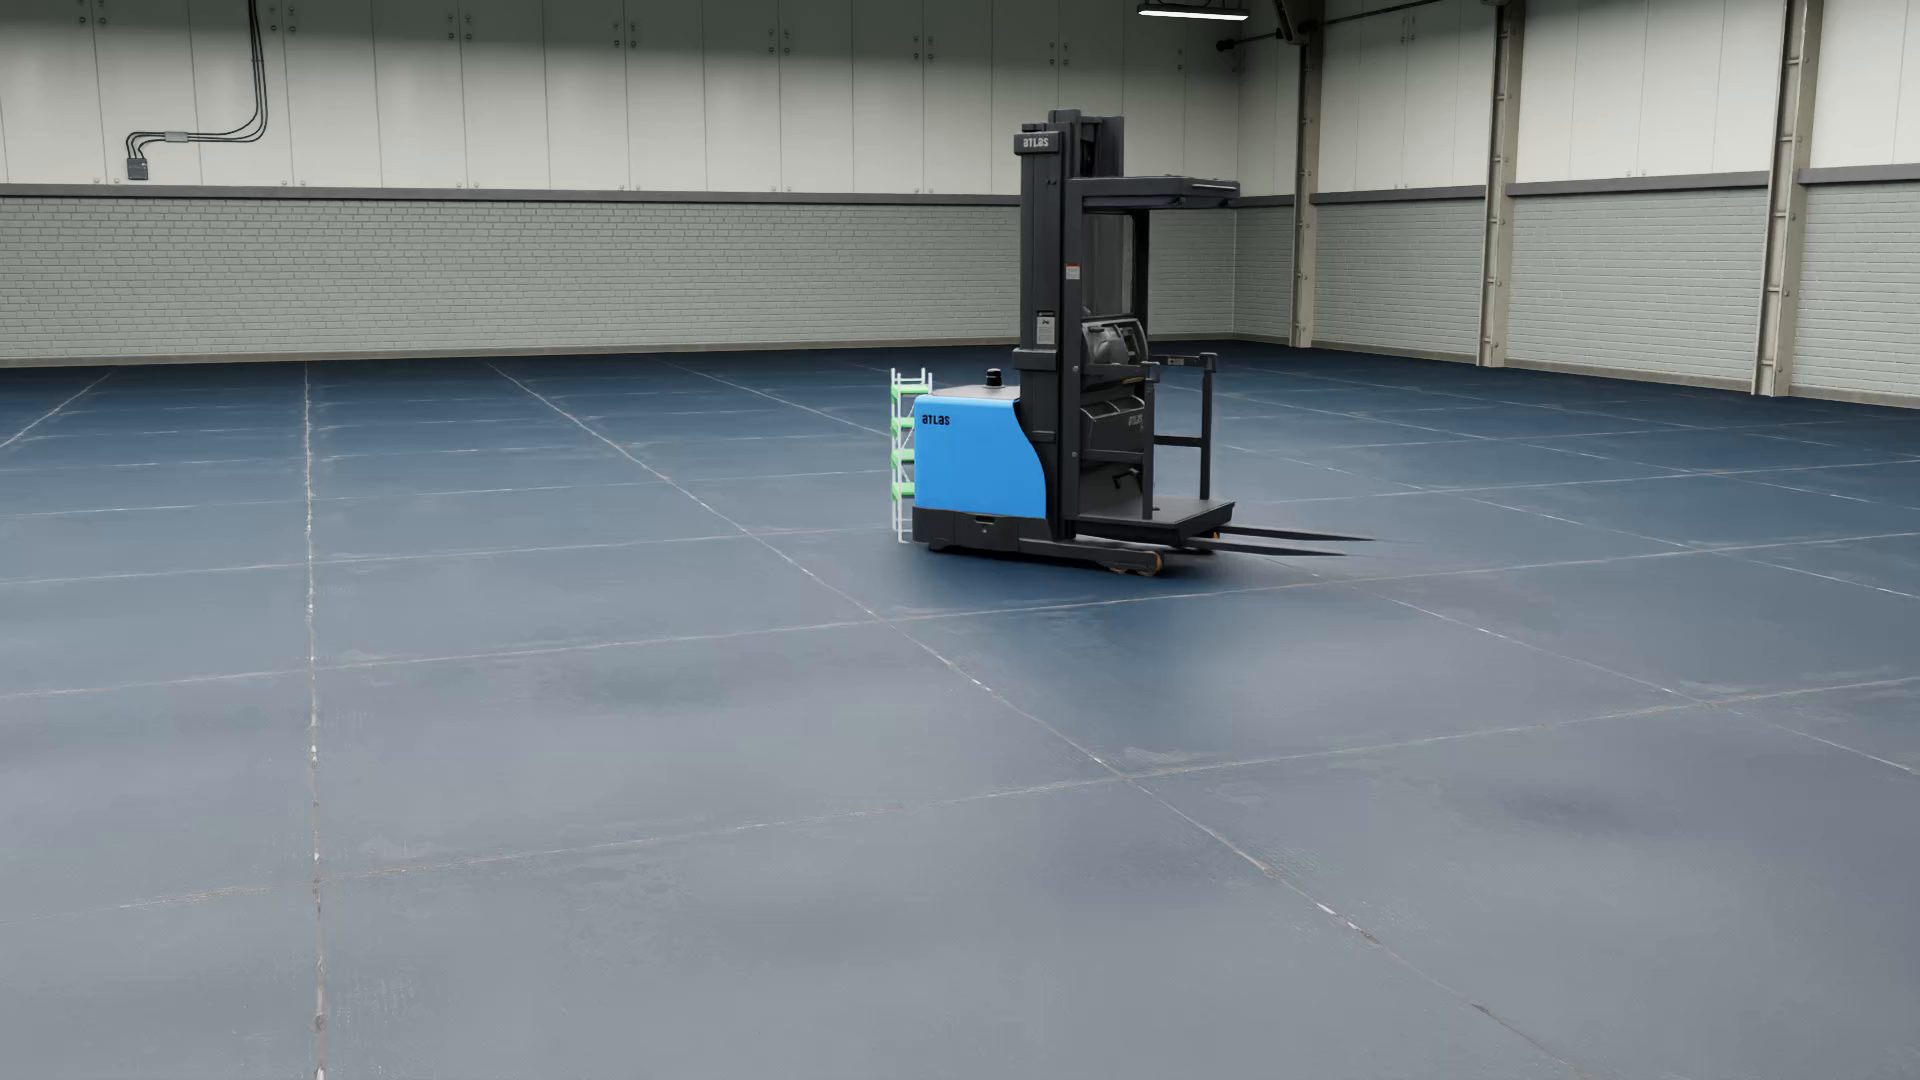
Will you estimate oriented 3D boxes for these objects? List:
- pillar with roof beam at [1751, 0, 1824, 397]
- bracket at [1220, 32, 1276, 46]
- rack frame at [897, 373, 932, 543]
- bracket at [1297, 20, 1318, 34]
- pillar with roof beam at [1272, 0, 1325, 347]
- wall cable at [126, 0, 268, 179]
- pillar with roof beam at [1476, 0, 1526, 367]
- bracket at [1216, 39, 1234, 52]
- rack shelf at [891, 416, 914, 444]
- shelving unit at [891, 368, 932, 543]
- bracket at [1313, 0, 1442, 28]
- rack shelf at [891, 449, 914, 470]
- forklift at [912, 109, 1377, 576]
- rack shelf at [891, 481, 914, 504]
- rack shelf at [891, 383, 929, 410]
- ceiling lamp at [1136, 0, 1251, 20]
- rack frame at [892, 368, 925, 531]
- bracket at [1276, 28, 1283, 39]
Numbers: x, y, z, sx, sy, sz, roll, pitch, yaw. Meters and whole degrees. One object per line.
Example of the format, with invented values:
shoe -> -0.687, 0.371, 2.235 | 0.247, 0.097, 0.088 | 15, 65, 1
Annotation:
pillar with roof beam -> 7.382, -6.197, 21.062 | 9.100, 9.000, 0.400 | -4, 11, -21
bracket -> 5.920, -10.537, 35.181 | 0.076, 0.066, 3.189 | -4, 11, -21
rack frame -> -0.317, -0.576, 11.730 | 0.240, 1.200, 0.015 | -1, 10, -7
bracket -> 6.866, -10.111, 32.787 | 0.235, 0.232, 0.430 | -4, 11, -21
pillar with roof beam -> 3.034, -8.156, 32.074 | 9.100, 9.000, 0.548 | -4, 11, -21
wall cable -> -13.294, -9.269, 28.621 | 2.305, 6.003, 0.169 | -4, 11, -21
pillar with roof beam -> 5.208, -7.176, 26.568 | 9.100, 9.000, 0.548 | -4, 11, -21
bracket -> 5.706, -10.633, 35.723 | 0.235, 0.232, 0.430 | -4, 11, -21
rack shelf -> -0.347, -0.791, 11.938 | 0.258, 0.148, 0.480 | -1, 10, -7
shelving unit -> -0.347, -0.618, 11.969 | 0.258, 1.200, 0.503 | -1, 10, -7
bracket -> 7.799, -9.690, 30.423 | 0.076, 0.066, 4.783 | -4, 11, -21
rack shelf -> -0.347, -0.555, 11.980 | 0.258, 0.148, 0.480 | -1, 10, -7
forklift -> 1.207, -1.317, 10.954 | 3.031, 2.935, 1.130 | 6, 12, 29
rack shelf -> -0.347, -0.319, 12.022 | 0.258, 0.148, 0.480 | -1, 10, -7
rack shelf -> -0.347, -1.028, 11.896 | 0.258, 0.148, 0.480 | -1, 10, -7
ceiling lamp -> 3.823, -10.357, 27.783 | 2.000, 3.185, 0.800 | -4, 11, -21
rack frame -> -0.377, -0.661, 12.207 | 0.240, 1.200, 0.015 | -1, 10, -7
bracket -> 6.565, -10.246, 33.549 | 0.235, 0.232, 0.430 | -4, 11, -21
